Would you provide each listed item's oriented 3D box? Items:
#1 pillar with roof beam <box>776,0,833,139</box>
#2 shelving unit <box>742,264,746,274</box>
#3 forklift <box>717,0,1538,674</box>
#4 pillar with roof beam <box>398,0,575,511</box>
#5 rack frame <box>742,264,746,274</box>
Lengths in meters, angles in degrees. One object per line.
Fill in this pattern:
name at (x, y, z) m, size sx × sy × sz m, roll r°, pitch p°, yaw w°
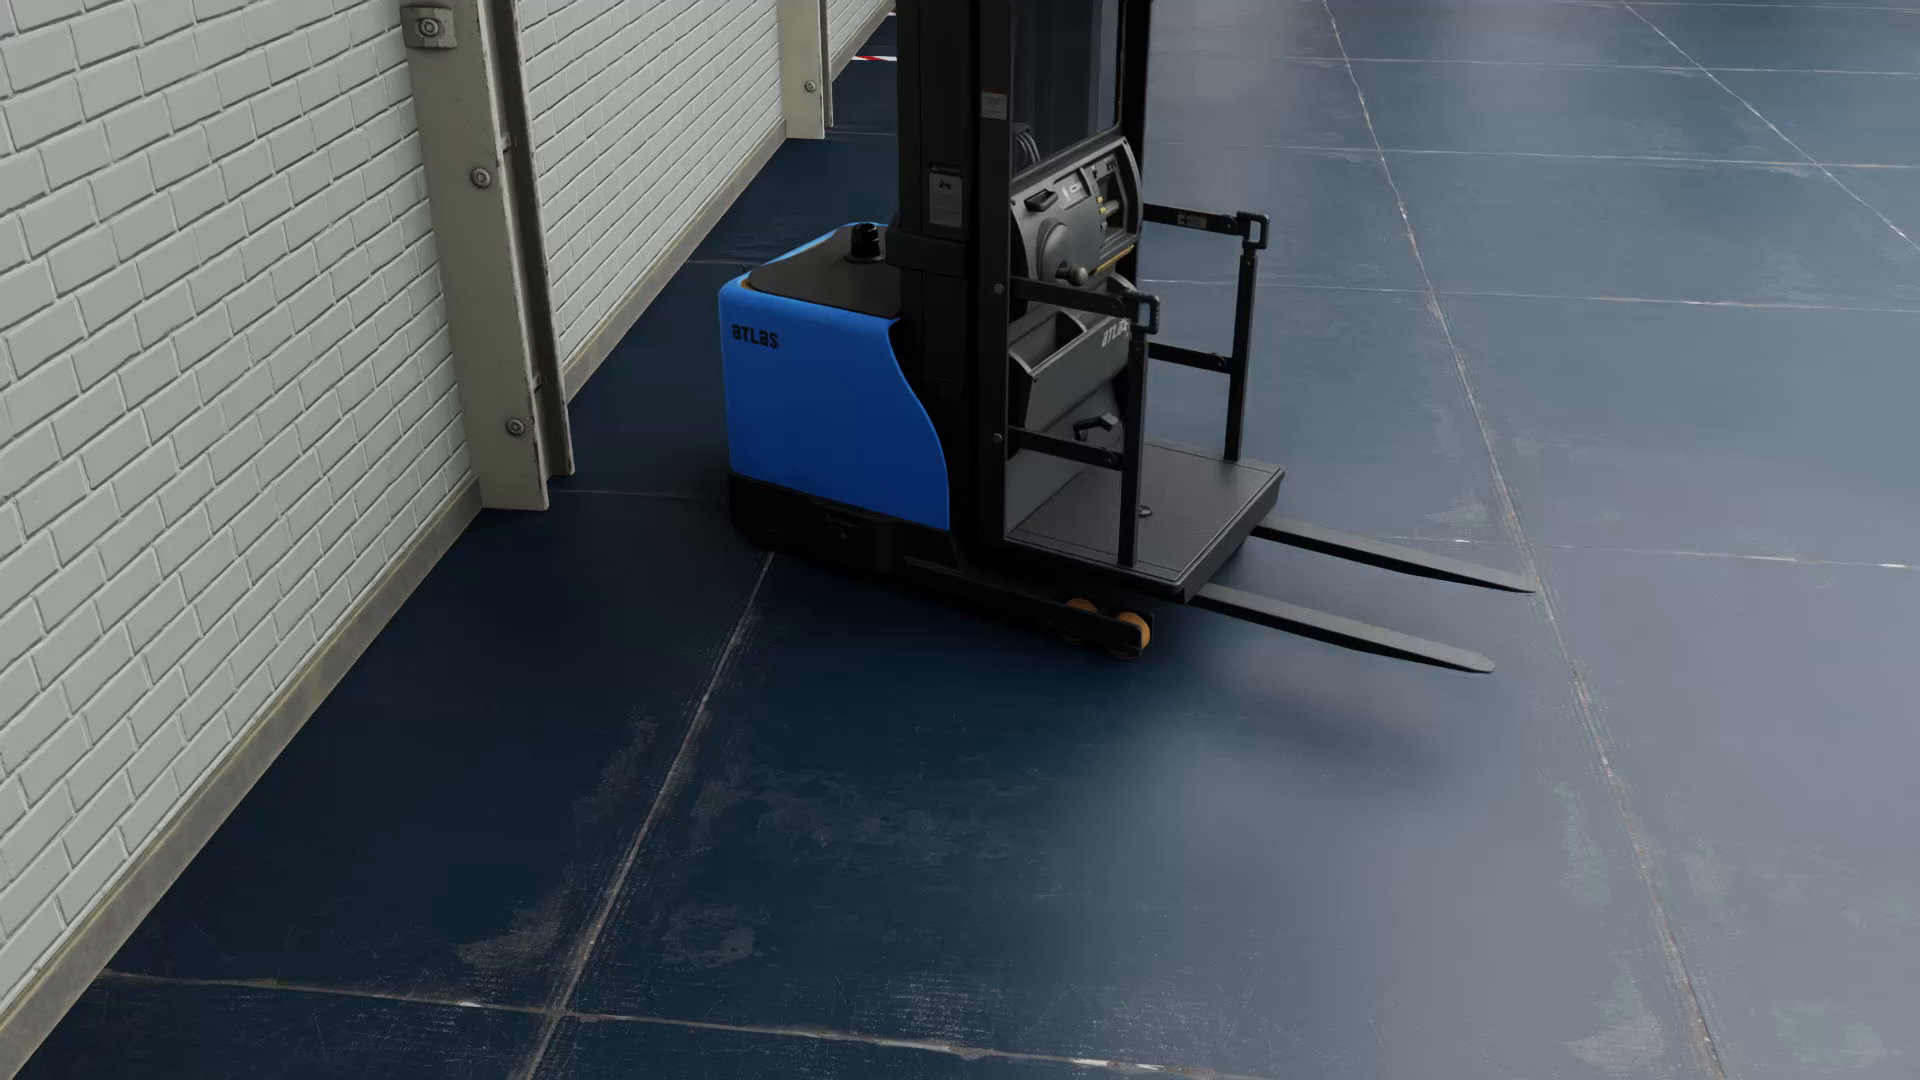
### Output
pillar with roof beam at (3.137, -6.761, 9.811) m, size 9.100 × 9.000 × 0.400 m, roll 3°, pitch 28°, yaw 6°
shelving unit at (-0.764, -0.745, 7.183) m, size 0.210 × 0.900 × 0.258 m, roll -18°, pitch 33°, yaw -29°
forklift at (0.601, -1.152, 5.798) m, size 3.031 × 2.935 × 1.130 m, roll 15°, pitch 32°, yaw 26°
pillar with roof beam at (2.402, -3.936, 4.569) m, size 9.100 × 9.000 × 0.400 m, roll 3°, pitch 28°, yaw 6°
rack frame at (-0.849, -0.718, 7.133) m, size 0.006 × 0.900 × 0.240 m, roll -18°, pitch 33°, yaw -29°
